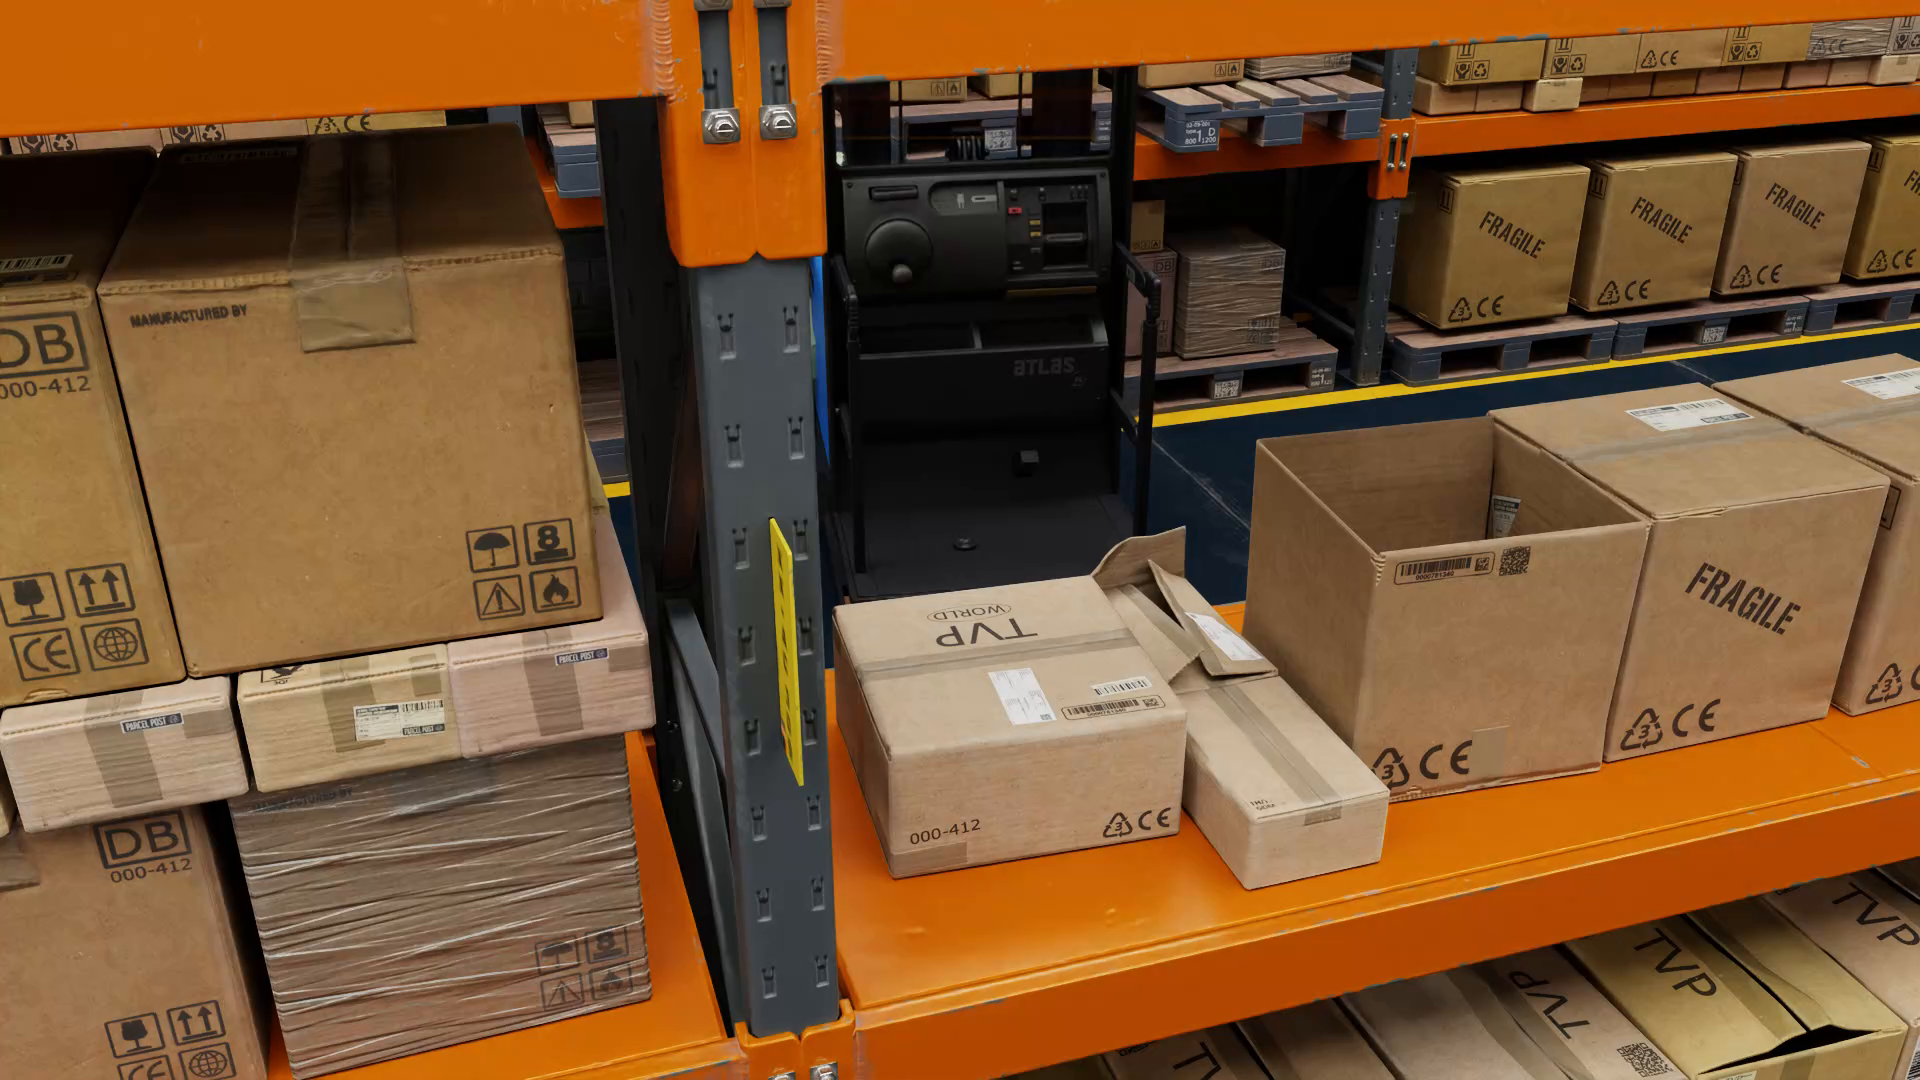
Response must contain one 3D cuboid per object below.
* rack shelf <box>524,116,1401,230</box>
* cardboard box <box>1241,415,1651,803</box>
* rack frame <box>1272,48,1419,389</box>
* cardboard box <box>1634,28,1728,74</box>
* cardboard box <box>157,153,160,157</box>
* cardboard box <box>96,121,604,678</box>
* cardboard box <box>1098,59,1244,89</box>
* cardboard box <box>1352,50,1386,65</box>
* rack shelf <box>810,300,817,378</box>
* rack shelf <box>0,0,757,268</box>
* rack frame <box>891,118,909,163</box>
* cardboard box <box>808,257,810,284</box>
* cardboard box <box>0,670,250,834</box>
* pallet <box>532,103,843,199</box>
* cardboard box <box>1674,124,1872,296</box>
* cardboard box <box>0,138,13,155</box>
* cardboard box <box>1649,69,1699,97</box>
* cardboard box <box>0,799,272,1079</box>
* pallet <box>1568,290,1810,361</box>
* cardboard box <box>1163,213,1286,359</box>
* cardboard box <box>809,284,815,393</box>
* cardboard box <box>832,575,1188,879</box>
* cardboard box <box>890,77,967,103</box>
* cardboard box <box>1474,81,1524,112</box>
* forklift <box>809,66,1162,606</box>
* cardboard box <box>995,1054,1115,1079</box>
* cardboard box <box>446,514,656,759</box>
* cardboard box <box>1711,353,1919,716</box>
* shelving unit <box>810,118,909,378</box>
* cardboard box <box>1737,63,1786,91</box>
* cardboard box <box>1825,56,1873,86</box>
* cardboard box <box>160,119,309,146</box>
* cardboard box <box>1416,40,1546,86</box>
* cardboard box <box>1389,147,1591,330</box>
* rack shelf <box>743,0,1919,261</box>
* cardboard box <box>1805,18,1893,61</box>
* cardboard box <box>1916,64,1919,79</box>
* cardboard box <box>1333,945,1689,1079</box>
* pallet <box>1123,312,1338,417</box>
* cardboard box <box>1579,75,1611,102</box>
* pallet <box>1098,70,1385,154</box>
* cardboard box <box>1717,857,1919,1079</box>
[{"bbox_3d":[-0.021,-1.718,7.647,4.000,0.370,1.077,-8,28,-16],"label":"rack shelf"},{"bbox_3d":[0.851,0.113,3.038,0.500,0.500,0.500,-6,27,-12],"label":"cardboard box"},{"bbox_3d":[1.881,-2.316,8.042,0.127,3.000,1.000,-8,28,-16],"label":"rack frame"},{"bbox_3d":[3.395,-2.598,8.140,0.500,0.500,0.500,-8,28,-16],"label":"cardboard box"},{"bbox_3d":[-3.229,-1.373,6.288,0.500,0.250,0.500,-8,28,-16],"label":"cardboard box"},{"bbox_3d":[-0.805,-0.233,2.275,0.500,0.500,0.700,-8,28,-16],"label":"cardboard box"},{"bbox_3d":[0.914,-2.401,7.605,0.500,0.500,0.700,-11,28,-21],"label":"cardboard box"},{"bbox_3d":[2.248,-2.680,8.305,0.500,0.500,0.500,-8,28,-16],"label":"cardboard box"},{"bbox_3d":[-0.720,-0.777,7.117,0.720,0.370,0.431,-14,37,-28],"label":"rack shelf"},{"bbox_3d":[-2.287,-0.417,1.653,4.000,0.370,1.077,-8,28,-16],"label":"rack shelf"},{"bbox_3d":[-0.377,-1.127,7.112,0.023,1.500,0.400,-14,37,-28],"label":"rack frame"},{"bbox_3d":[-0.810,-1.349,7.567,0.500,0.250,0.500,-9,28,-17],"label":"cardboard box"},{"bbox_3d":[-1.061,0.192,2.149,0.250,0.149,0.380,-9,28,-18],"label":"cardboard box"},{"bbox_3d":[-1.151,-1.723,7.063,1.213,0.211,1.003,-8,28,-16],"label":"pallet"},{"bbox_3d":[4.262,-1.824,8.996,0.750,0.750,0.750,-7,27,-15],"label":"cardboard box"},{"bbox_3d":[-3.725,-1.639,5.981,0.500,0.500,0.500,-7,27,-14],"label":"cardboard box"},{"bbox_3d":[3.480,-2.349,8.368,0.250,0.149,0.380,-8,27,-15],"label":"cardboard box"},{"bbox_3d":[-1.304,0.423,2.412,0.500,0.500,0.700,-9,28,-17],"label":"cardboard box"},{"bbox_3d":[3.812,-1.310,9.152,1.213,0.211,1.003,-8,28,-16],"label":"pallet"},{"bbox_3d":[1.212,-1.272,8.256,0.500,0.500,0.700,-8,27,-15],"label":"cardboard box"},{"bbox_3d":[-0.752,-1.043,7.795,0.500,0.500,0.700,-9,28,-17],"label":"cardboard box"},{"bbox_3d":[0.070,0.310,2.922,0.500,0.250,0.500,-7,27,-13],"label":"cardboard box"},{"bbox_3d":[-0.278,-2.241,7.283,0.500,0.500,0.700,-5,27,-9],"label":"cardboard box"},{"bbox_3d":[2.508,-2.191,8.050,0.250,0.149,0.380,-8,27,-15],"label":"cardboard box"},{"bbox_3d":[0.100,-1.038,5.545,1.130,2.935,3.031,-4,27,-8],"label":"forklift"},{"bbox_3d":[0.085,1.169,3.010,0.500,0.311,0.500,-8,28,-16],"label":"cardboard box"},{"bbox_3d":[-0.577,0.121,2.290,0.250,0.149,0.380,-8,28,-16],"label":"cardboard box"},{"bbox_3d":[1.828,-0.029,3.323,0.500,0.500,0.500,-10,28,-19],"label":"cardboard box"},{"bbox_3d":[-0.692,-1.051,6.942,0.755,1.500,0.431,-14,37,-28],"label":"shelving unit"},{"bbox_3d":[3.973,-2.409,8.489,0.250,0.149,0.380,-7,27,-14],"label":"cardboard box"},{"bbox_3d":[4.472,-2.469,8.610,0.250,0.149,0.380,-8,28,-16],"label":"cardboard box"},{"bbox_3d":[-2.749,-1.776,6.257,0.500,0.500,0.500,-8,28,-16],"label":"cardboard box"},{"bbox_3d":[2.422,-2.462,7.866,0.500,0.500,0.500,-7,27,-15],"label":"cardboard box"},{"bbox_3d":[2.621,-1.587,8.519,0.750,0.750,0.750,-9,28,-17],"label":"cardboard box"},{"bbox_3d":[1.517,-0.968,2.762,4.000,0.370,1.077,-8,28,-16],"label":"rack shelf"},{"bbox_3d":[4.361,-2.744,8.434,0.500,0.500,0.500,-8,28,-16],"label":"cardboard box"},{"bbox_3d":[4.958,-2.536,8.744,0.250,0.149,0.380,-7,27,-14],"label":"cardboard box"},{"bbox_3d":[1.055,1.031,3.289,0.500,0.311,0.500,-9,28,-18],"label":"cardboard box"},{"bbox_3d":[1.137,-0.960,8.446,1.213,0.211,1.003,-8,28,-16],"label":"pallet"},{"bbox_3d":[2.988,-2.278,8.226,0.250,0.149,0.380,-9,28,-17],"label":"cardboard box"},{"bbox_3d":[1.236,-2.087,7.796,1.003,0.211,1.213,-8,28,-16],"label":"pallet"},{"bbox_3d":[2.024,0.889,3.575,0.500,0.311,0.500,-8,28,-16],"label":"cardboard box"}]
